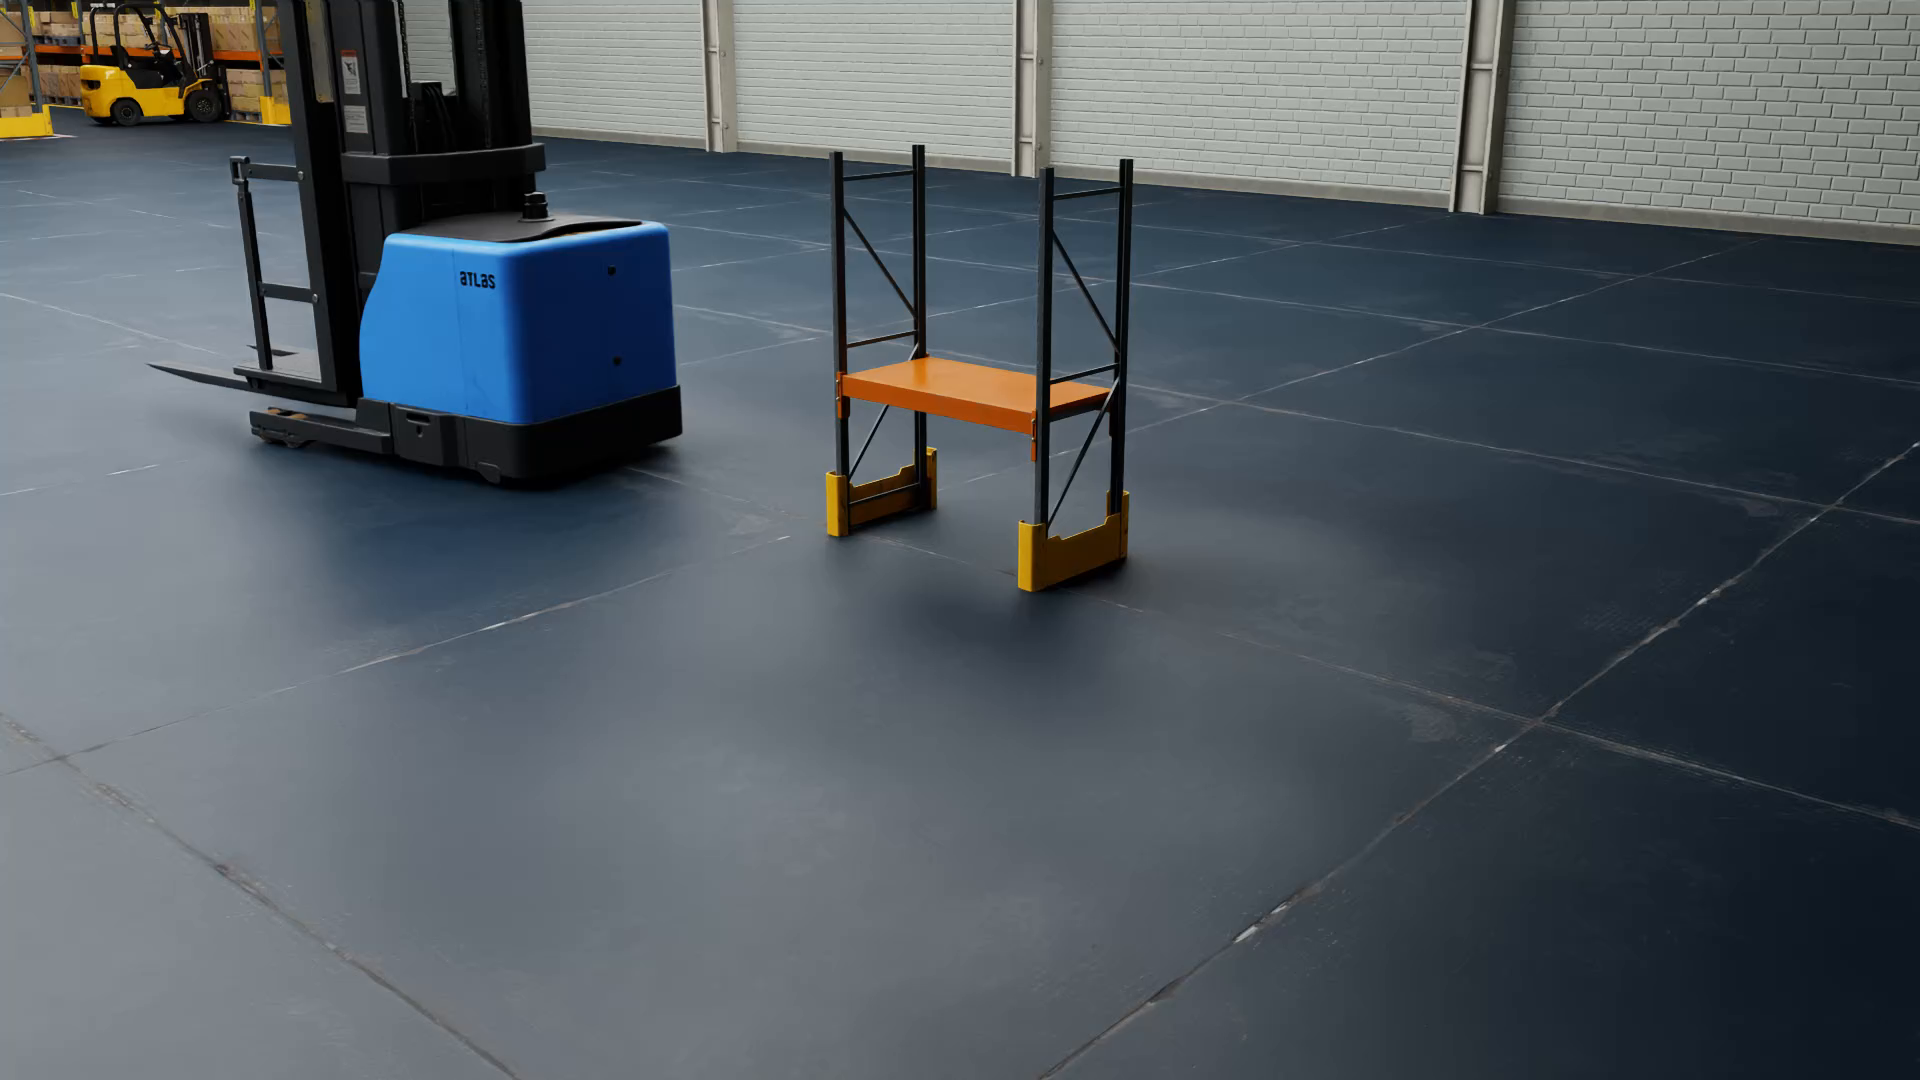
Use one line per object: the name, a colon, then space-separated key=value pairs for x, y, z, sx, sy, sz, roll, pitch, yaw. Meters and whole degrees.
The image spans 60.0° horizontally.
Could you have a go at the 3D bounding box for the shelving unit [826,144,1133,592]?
shelving unit: x=0.057 y=-0.700 z=6.337 sx=1.083 sy=1.500 sz=0.587 roll=15 pitch=23 yaw=39

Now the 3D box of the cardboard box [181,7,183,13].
cardboard box: x=-15.135 y=-10.449 z=32.847 sx=0.250 sy=0.149 sz=0.380 roll=14 pitch=23 yaw=38

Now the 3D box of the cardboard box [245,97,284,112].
cardboard box: x=-13.198 y=-8.272 z=31.568 sx=0.500 sy=0.250 sz=0.500 roll=15 pitch=23 yaw=40

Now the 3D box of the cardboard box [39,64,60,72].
cardboard box: x=-20.848 y=-10.815 z=38.098 sx=0.250 sy=0.149 sz=0.380 roll=15 pitch=23 yaw=38

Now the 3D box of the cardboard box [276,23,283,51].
cardboard box: x=-12.823 y=-9.569 z=31.640 sx=0.500 sy=0.500 sz=0.500 roll=16 pitch=24 yaw=41

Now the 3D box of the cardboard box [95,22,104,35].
cardboard box: x=-18.077 y=-10.887 z=35.380 sx=0.500 sy=0.250 sz=0.500 roll=16 pitch=24 yaw=41

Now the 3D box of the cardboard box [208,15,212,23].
cardboard box: x=-14.421 y=-10.081 z=32.180 sx=0.250 sy=0.149 sz=0.380 roll=14 pitch=23 yaw=38

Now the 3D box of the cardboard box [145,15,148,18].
cardboard box: x=-16.384 y=-10.646 z=33.962 sx=0.250 sy=0.149 sz=0.380 roll=15 pitch=23 yaw=39

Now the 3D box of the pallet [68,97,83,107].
pallet: x=-19.153 y=-9.795 z=37.126 sx=1.213 sy=0.211 sz=1.003 roll=15 pitch=23 yaw=39

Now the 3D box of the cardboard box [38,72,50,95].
cardboard box: x=-20.624 y=-10.424 z=37.935 sx=0.500 sy=0.500 sz=0.500 roll=14 pitch=22 yaw=38

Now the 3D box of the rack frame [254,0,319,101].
rack frame: x=-12.636 y=-9.359 z=31.144 sx=0.127 sy=3.000 sz=1.000 roll=15 pitch=23 yaw=39

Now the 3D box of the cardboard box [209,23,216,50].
cardboard box: x=-14.327 y=-9.754 z=32.222 sx=0.500 sy=0.500 sz=0.500 roll=15 pitch=23 yaw=40

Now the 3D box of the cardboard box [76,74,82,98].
cardboard box: x=-19.079 y=-10.011 z=36.634 sx=0.500 sy=0.500 sz=0.500 roll=16 pitch=24 yaw=41

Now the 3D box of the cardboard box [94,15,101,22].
cardboard box: x=-18.167 y=-11.093 z=35.368 sx=0.250 sy=0.149 sz=0.380 roll=16 pitch=24 yaw=41

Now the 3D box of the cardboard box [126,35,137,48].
cardboard box: x=-16.910 y=-10.339 z=34.480 sx=0.500 sy=0.250 sz=0.500 roll=15 pitch=23 yaw=40

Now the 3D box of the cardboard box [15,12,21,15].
cardboard box: x=-21.011 y=-11.765 z=37.864 sx=0.500 sy=0.500 sz=0.700 roll=15 pitch=23 yaw=40

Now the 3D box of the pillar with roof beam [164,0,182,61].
pillar with roof beam: x=-19.904 y=-12.793 z=32.046 sx=0.400 sy=9.000 sz=9.100 roll=15 pitch=23 yaw=39

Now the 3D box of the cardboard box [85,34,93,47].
cardboard box: x=-18.450 y=-10.750 z=35.773 sx=0.500 sy=0.250 sz=0.500 roll=15 pitch=23 yaw=39

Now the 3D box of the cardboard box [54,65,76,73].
cardboard box: x=-20.131 y=-10.598 z=37.412 sx=0.250 sy=0.149 sz=0.380 roll=14 pitch=22 yaw=37

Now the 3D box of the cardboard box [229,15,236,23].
cardboard box: x=-13.624 y=-9.885 z=31.563 sx=0.250 sy=0.149 sz=0.380 roll=15 pitch=23 yaw=39

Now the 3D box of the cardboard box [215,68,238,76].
cardboard box: x=-14.332 y=-9.051 z=32.371 sx=0.500 sy=0.250 sz=0.500 roll=14 pitch=23 yaw=38

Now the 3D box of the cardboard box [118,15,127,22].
cardboard box: x=-17.256 y=-10.823 z=34.519 sx=0.250 sy=0.149 sz=0.380 roll=14 pitch=23 yaw=38

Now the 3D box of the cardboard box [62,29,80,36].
cardboard box: x=-19.366 y=-11.091 z=36.322 sx=0.250 sy=0.149 sz=0.380 roll=16 pitch=23 yaw=40

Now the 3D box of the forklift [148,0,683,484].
forklift: x=-2.852 y=-1.960 z=7.942 sx=3.031 sy=2.935 sz=1.130 roll=11 pitch=21 yaw=31

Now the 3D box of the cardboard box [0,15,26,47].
cardboard box: x=-16.099 y=-8.583 z=28.040 sx=0.500 sy=0.500 sz=0.500 roll=15 pitch=23 yaw=38

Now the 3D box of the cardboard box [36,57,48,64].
cardboard box: x=-21.294 y=-11.055 z=38.360 sx=0.250 sy=0.149 sz=0.380 roll=14 pitch=22 yaw=37

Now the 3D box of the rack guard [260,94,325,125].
rack guard: x=-12.618 y=-8.163 z=31.507 sx=0.348 sy=0.500 sz=1.175 roll=15 pitch=23 yaw=39

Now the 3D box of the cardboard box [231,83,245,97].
cardboard box: x=-13.576 y=-8.617 z=31.831 sx=0.500 sy=0.250 sz=0.500 roll=15 pitch=23 yaw=39

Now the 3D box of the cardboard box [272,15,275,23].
cardboard box: x=-12.945 y=-9.878 z=31.541 sx=0.250 sy=0.149 sz=0.380 roll=15 pitch=23 yaw=39

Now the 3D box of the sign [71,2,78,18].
sign: x=-18.973 y=-11.355 z=35.649 sx=0.005 sy=0.325 sz=0.100 roll=15 pitch=23 yaw=39

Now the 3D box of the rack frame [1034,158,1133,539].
rack frame: x=0.444 y=-0.596 z=6.009 sx=0.032 sy=1.500 sz=0.500 roll=15 pitch=23 yaw=39

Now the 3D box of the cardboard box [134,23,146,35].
cardboard box: x=-16.555 y=-10.472 z=34.070 sx=0.500 sy=0.250 sz=0.500 roll=14 pitch=23 yaw=38

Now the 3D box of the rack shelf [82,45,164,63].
rack shelf: x=-17.124 y=-10.221 z=35.049 sx=4.000 sy=0.370 sz=1.077 roll=15 pitch=23 yaw=39

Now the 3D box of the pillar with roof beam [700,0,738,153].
pillar with roof beam: x=-6.441 y=-9.179 z=20.658 sx=0.400 sy=9.000 sz=9.100 roll=15 pitch=23 yaw=39

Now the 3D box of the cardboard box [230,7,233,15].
cardboard box: x=-13.600 y=-10.038 z=31.553 sx=0.250 sy=0.149 sz=0.380 roll=15 pitch=23 yaw=40

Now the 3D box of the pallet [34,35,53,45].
pallet: x=-20.078 y=-11.264 z=37.461 sx=1.213 sy=0.211 sz=1.003 roll=15 pitch=23 yaw=39

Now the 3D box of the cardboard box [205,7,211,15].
cardboard box: x=-14.372 y=-10.243 z=32.199 sx=0.250 sy=0.149 sz=0.380 roll=15 pitch=23 yaw=39

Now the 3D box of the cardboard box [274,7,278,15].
cardboard box: x=-12.746 y=-9.974 z=31.350 sx=0.250 sy=0.149 sz=0.380 roll=14 pitch=23 yaw=38

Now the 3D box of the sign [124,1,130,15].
sign: x=-18.254 y=-11.644 z=36.428 sx=0.005 sy=0.325 sz=0.100 roll=15 pitch=23 yaw=39

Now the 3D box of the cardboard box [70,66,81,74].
cardboard box: x=-19.382 y=-10.373 z=36.704 sx=0.250 sy=0.149 sz=0.380 roll=14 pitch=22 yaw=36
